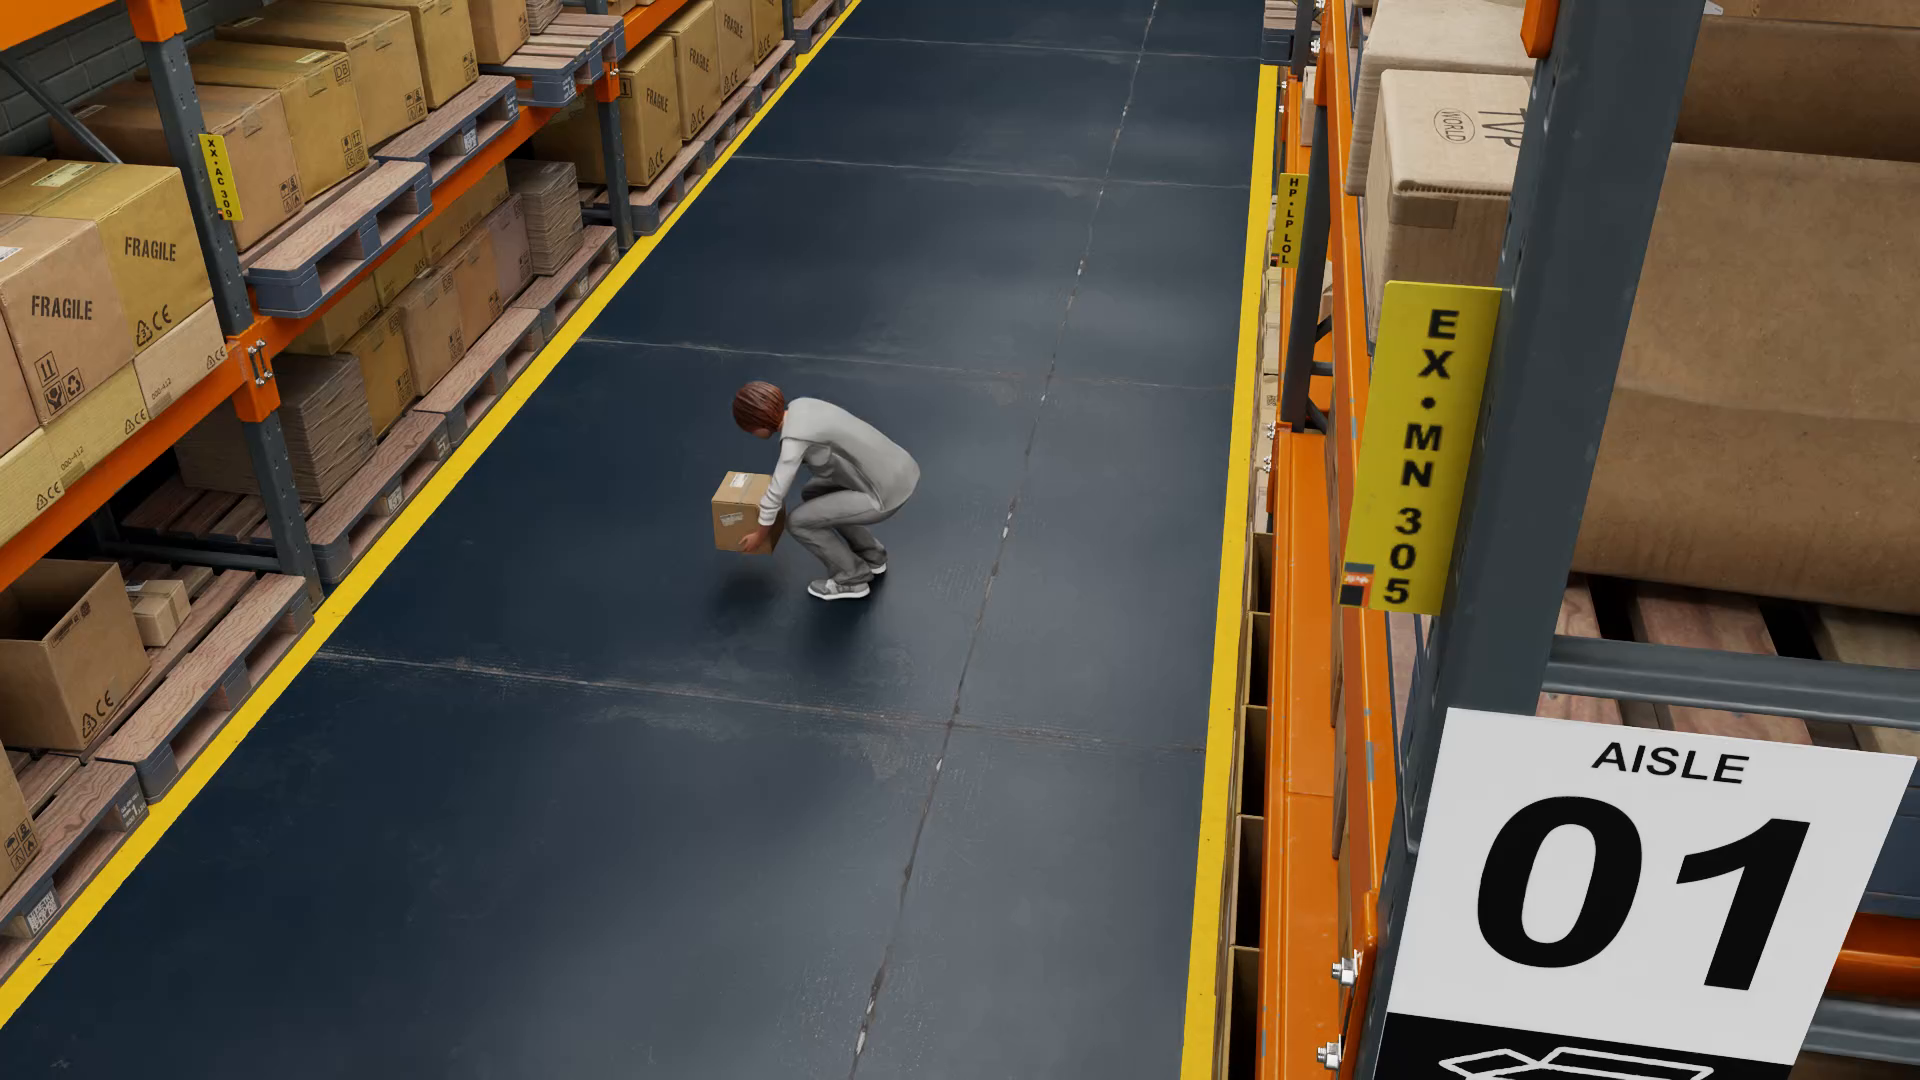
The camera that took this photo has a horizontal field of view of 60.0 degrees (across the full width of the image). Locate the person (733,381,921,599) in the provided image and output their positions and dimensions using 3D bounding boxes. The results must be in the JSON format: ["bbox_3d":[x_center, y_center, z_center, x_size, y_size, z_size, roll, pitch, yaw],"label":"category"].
[{"bbox_3d":[-0.556,-0.209,7.055,0.767,0.966,0.454,5,33,8],"label":"person"}]
